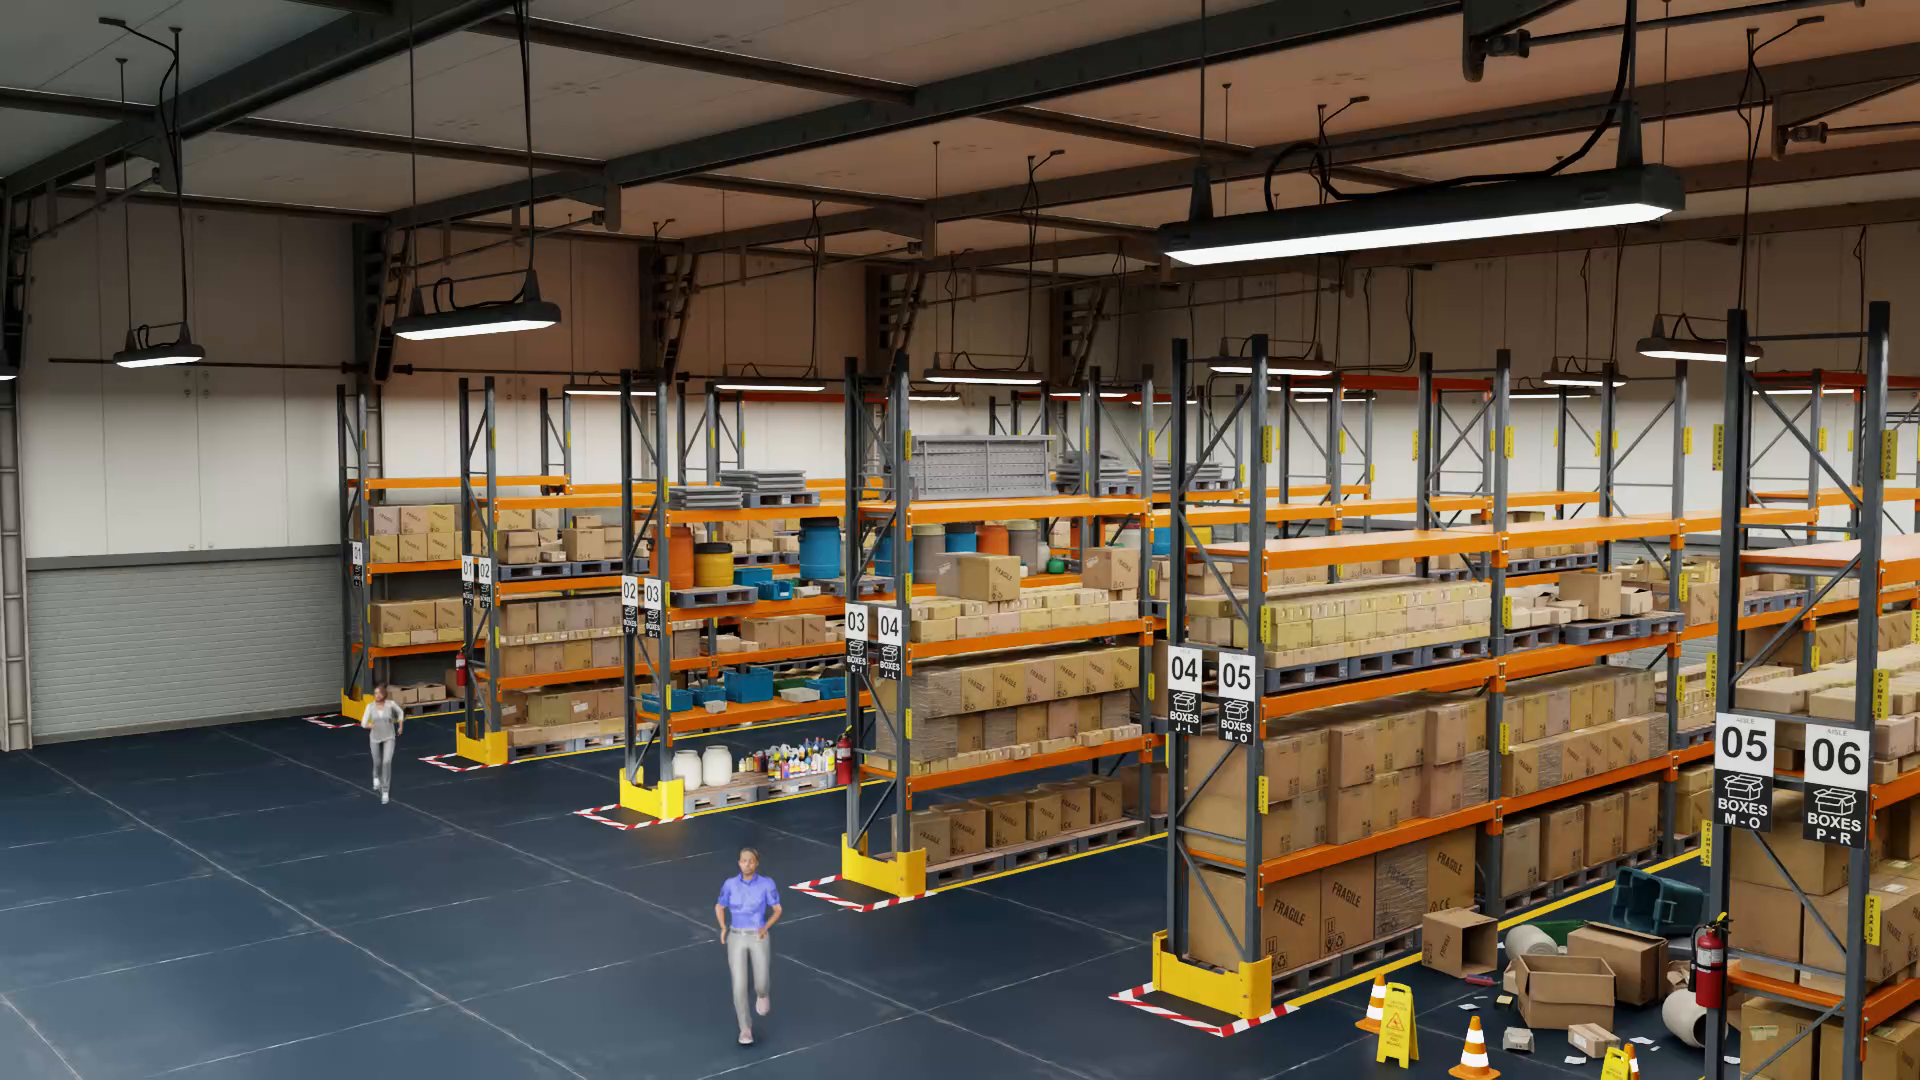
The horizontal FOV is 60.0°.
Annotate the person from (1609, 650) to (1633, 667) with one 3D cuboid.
[{"bbox_3d":[11.896,2.334,30.126,0.630,1.697,0.940,-2,4,-23],"label":"person"}]

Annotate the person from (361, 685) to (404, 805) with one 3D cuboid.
[{"bbox_3d":[-8.110,2.830,23.375,0.550,1.617,0.881,-1,4,-14],"label":"person"}]

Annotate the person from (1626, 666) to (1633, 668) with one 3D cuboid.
[{"bbox_3d":[9.630,2.726,23.928,0.957,1.816,0.720,-3,5,-37],"label":"person"}]

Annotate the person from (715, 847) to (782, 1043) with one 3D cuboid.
[{"bbox_3d":[-1.816,3.466,14.244,0.579,1.520,0.666,0,4,-3],"label":"person"}]
